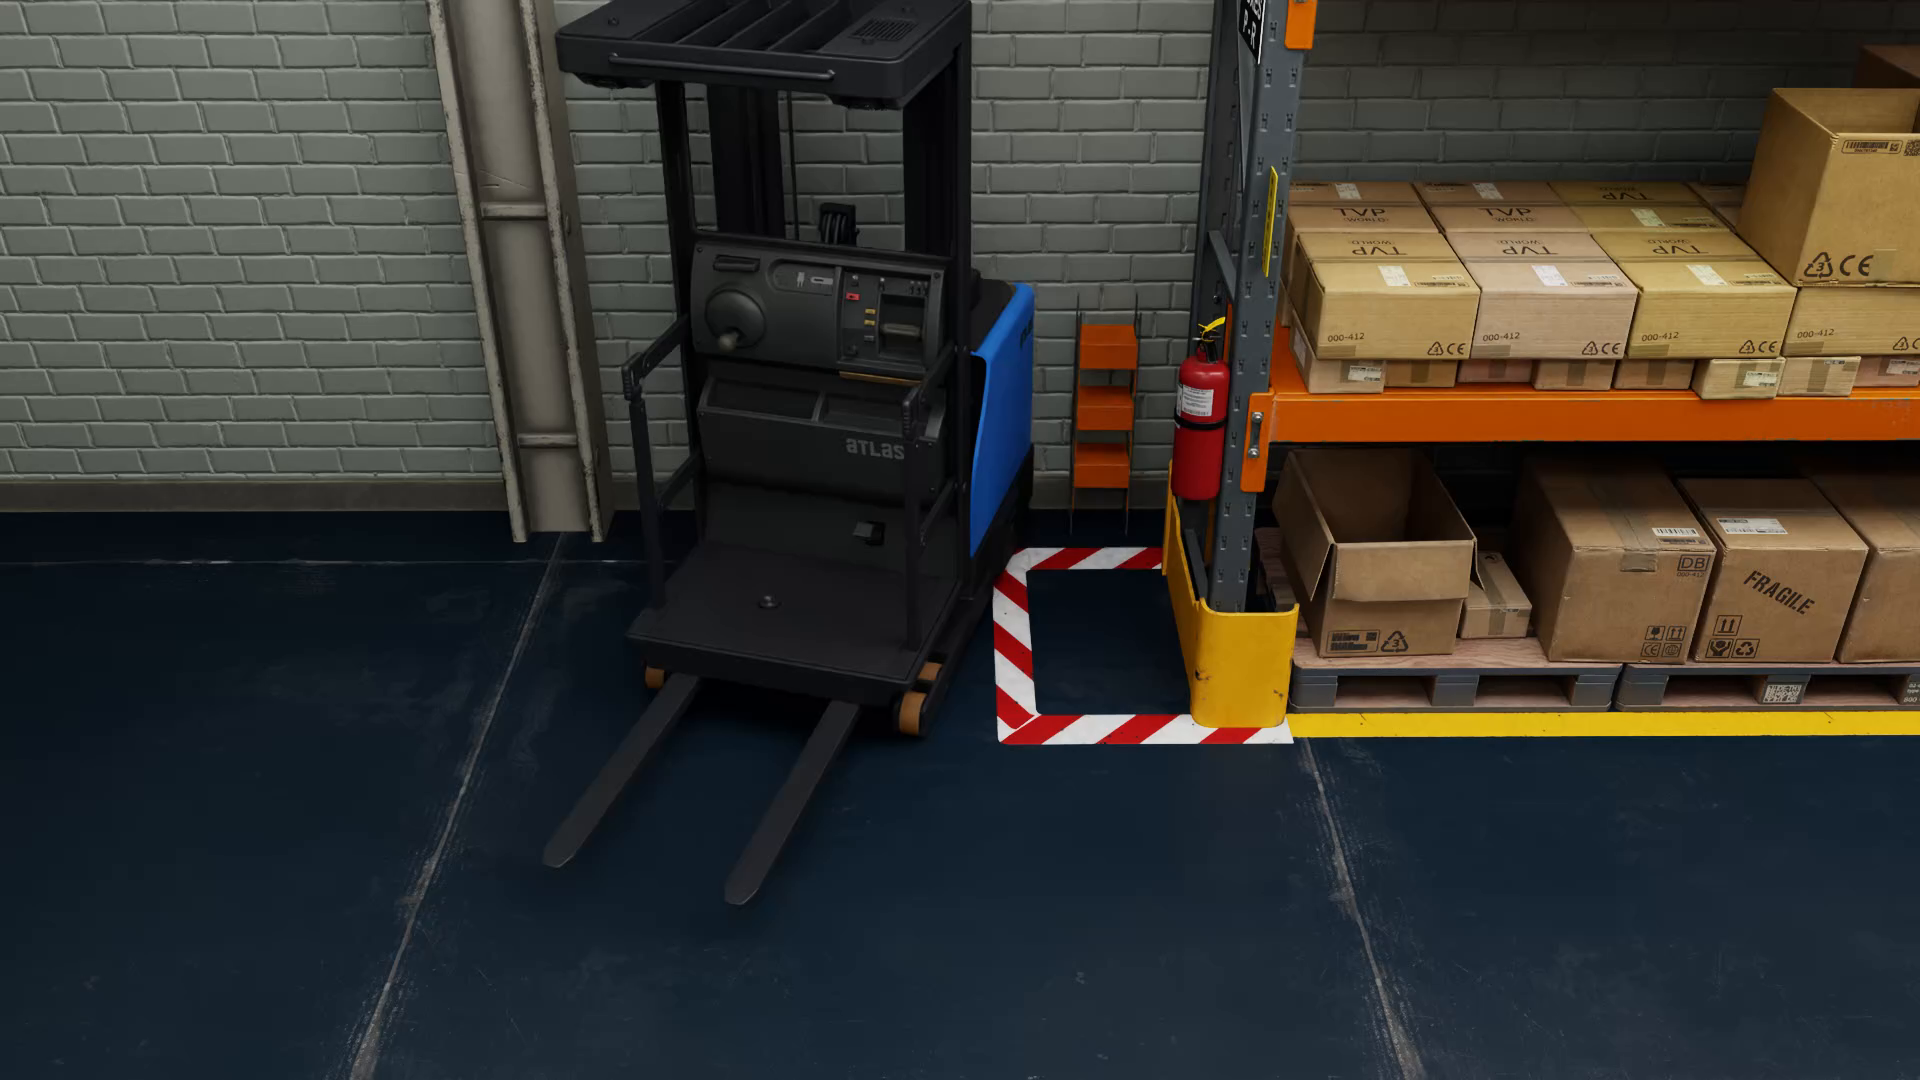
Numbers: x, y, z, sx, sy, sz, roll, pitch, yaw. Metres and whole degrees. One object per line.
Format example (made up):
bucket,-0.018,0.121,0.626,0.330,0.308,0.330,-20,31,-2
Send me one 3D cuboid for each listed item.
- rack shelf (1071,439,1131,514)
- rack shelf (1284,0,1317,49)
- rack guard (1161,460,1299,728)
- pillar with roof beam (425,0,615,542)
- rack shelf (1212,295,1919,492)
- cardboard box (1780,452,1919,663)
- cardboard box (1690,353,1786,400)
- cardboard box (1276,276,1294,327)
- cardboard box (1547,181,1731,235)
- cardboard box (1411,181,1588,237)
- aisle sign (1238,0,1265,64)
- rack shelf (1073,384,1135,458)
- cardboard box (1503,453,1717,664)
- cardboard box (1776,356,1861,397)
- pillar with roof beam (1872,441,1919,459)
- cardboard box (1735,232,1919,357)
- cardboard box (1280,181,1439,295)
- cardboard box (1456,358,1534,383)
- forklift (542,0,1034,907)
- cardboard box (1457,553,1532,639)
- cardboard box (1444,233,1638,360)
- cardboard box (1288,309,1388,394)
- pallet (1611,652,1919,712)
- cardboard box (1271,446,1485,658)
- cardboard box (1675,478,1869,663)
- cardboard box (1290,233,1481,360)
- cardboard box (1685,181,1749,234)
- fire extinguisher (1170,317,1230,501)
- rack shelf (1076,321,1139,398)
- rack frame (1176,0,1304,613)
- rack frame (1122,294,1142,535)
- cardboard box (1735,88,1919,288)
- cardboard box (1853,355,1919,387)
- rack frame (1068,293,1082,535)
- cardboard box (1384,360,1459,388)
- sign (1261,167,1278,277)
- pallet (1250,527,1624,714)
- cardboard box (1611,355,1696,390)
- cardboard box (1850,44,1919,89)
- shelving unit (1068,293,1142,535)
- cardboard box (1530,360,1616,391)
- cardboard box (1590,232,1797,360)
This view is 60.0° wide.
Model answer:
rack shelf,0.609,-0.277,7.250,0.240,0.259,0.215,0,31,0
rack shelf,2.953,-1.876,5.252,4.000,0.370,1.077,0,31,0
rack guard,1.029,0.173,6.482,0.348,0.500,1.175,0,31,0
pillar with roof beam,-1.722,-1.686,1.353,0.400,9.000,9.100,0,31,0
rack shelf,2.953,-0.594,6.030,4.000,0.370,1.077,0,31,0
cardboard box,3.459,0.056,6.271,0.500,0.500,0.700,-1,31,-2
cardboard box,2.572,-0.625,5.630,0.250,0.149,0.380,-1,31,-2
cardboard box,1.283,-0.928,6.130,0.250,0.149,0.380,-1,31,-1
cardboard box,2.423,-1.097,6.024,0.500,0.250,0.500,1,31,1
cardboard box,1.927,-1.098,6.026,0.500,0.250,0.500,0,31,0
aisle sign,0.887,-1.854,4.908,0.004,0.787,0.394,0,31,0
rack shelf,0.610,-0.515,7.105,0.240,0.259,0.215,0,31,0
cardboard box,2.421,0.059,6.266,0.500,0.500,0.700,1,31,2
cardboard box,2.835,-0.636,5.649,0.250,0.149,0.380,1,31,1
pillar with roof beam,4.278,-1.705,1.384,0.400,9.000,9.100,0,31,0
cardboard box,2.931,-0.837,5.596,0.500,0.250,0.500,-1,31,-2
cardboard box,1.412,-1.097,6.024,0.500,0.250,0.500,1,31,1
cardboard box,1.800,-0.690,5.738,0.250,0.149,0.380,-1,31,-1
forklift,-0.566,-0.764,5.684,1.130,2.935,3.031,8,32,13
cardboard box,1.991,0.210,6.355,0.250,0.149,0.380,-1,31,-2
cardboard box,1.913,-0.821,5.570,0.500,0.250,0.500,0,31,0
cardboard box,1.284,-0.646,5.666,0.250,0.149,0.380,0,31,-1
pallet,3.044,0.292,6.566,1.213,0.211,1.003,0,31,0
cardboard box,1.566,0.040,6.294,0.637,0.503,0.797,-1,31,-2
cardboard box,2.950,0.109,6.183,0.500,0.500,0.500,0,31,1
cardboard box,1.409,-0.820,5.567,0.500,0.250,0.500,0,31,0
cardboard box,2.945,-1.099,6.027,0.500,0.250,0.500,0,31,0
fire extinguisher,0.809,-0.462,5.554,0.183,0.674,0.296,0,31,0
rack shelf,0.612,-0.757,6.958,0.240,0.259,0.215,0,31,0
rack frame,0.953,-0.895,5.833,0.127,3.000,1.000,0,31,0
rack frame,0.732,-0.523,7.100,0.008,1.050,0.200,0,31,0
cardboard box,2.909,-1.145,5.381,0.500,0.500,0.500,1,31,1
cardboard box,3.093,-0.672,5.709,0.250,0.149,0.380,0,31,0
rack frame,0.488,-0.525,7.100,0.008,1.050,0.200,0,31,0
cardboard box,1.538,-0.671,5.706,0.250,0.149,0.380,1,31,1
sign,0.957,-0.984,5.145,0.005,0.325,0.100,0,31,0
pallet,1.827,0.294,6.562,1.213,0.211,1.003,0,31,0
cardboard box,2.319,-0.663,5.693,0.250,0.149,0.380,0,31,0
cardboard box,3.463,-1.424,5.841,0.500,0.500,0.500,-1,31,-2
shelving unit,0.610,-0.524,7.100,0.252,1.050,0.215,0,31,0
cardboard box,2.054,-0.659,5.686,0.250,0.149,0.380,1,31,1
cardboard box,2.420,-0.825,5.575,0.500,0.250,0.500,-1,31,-1
